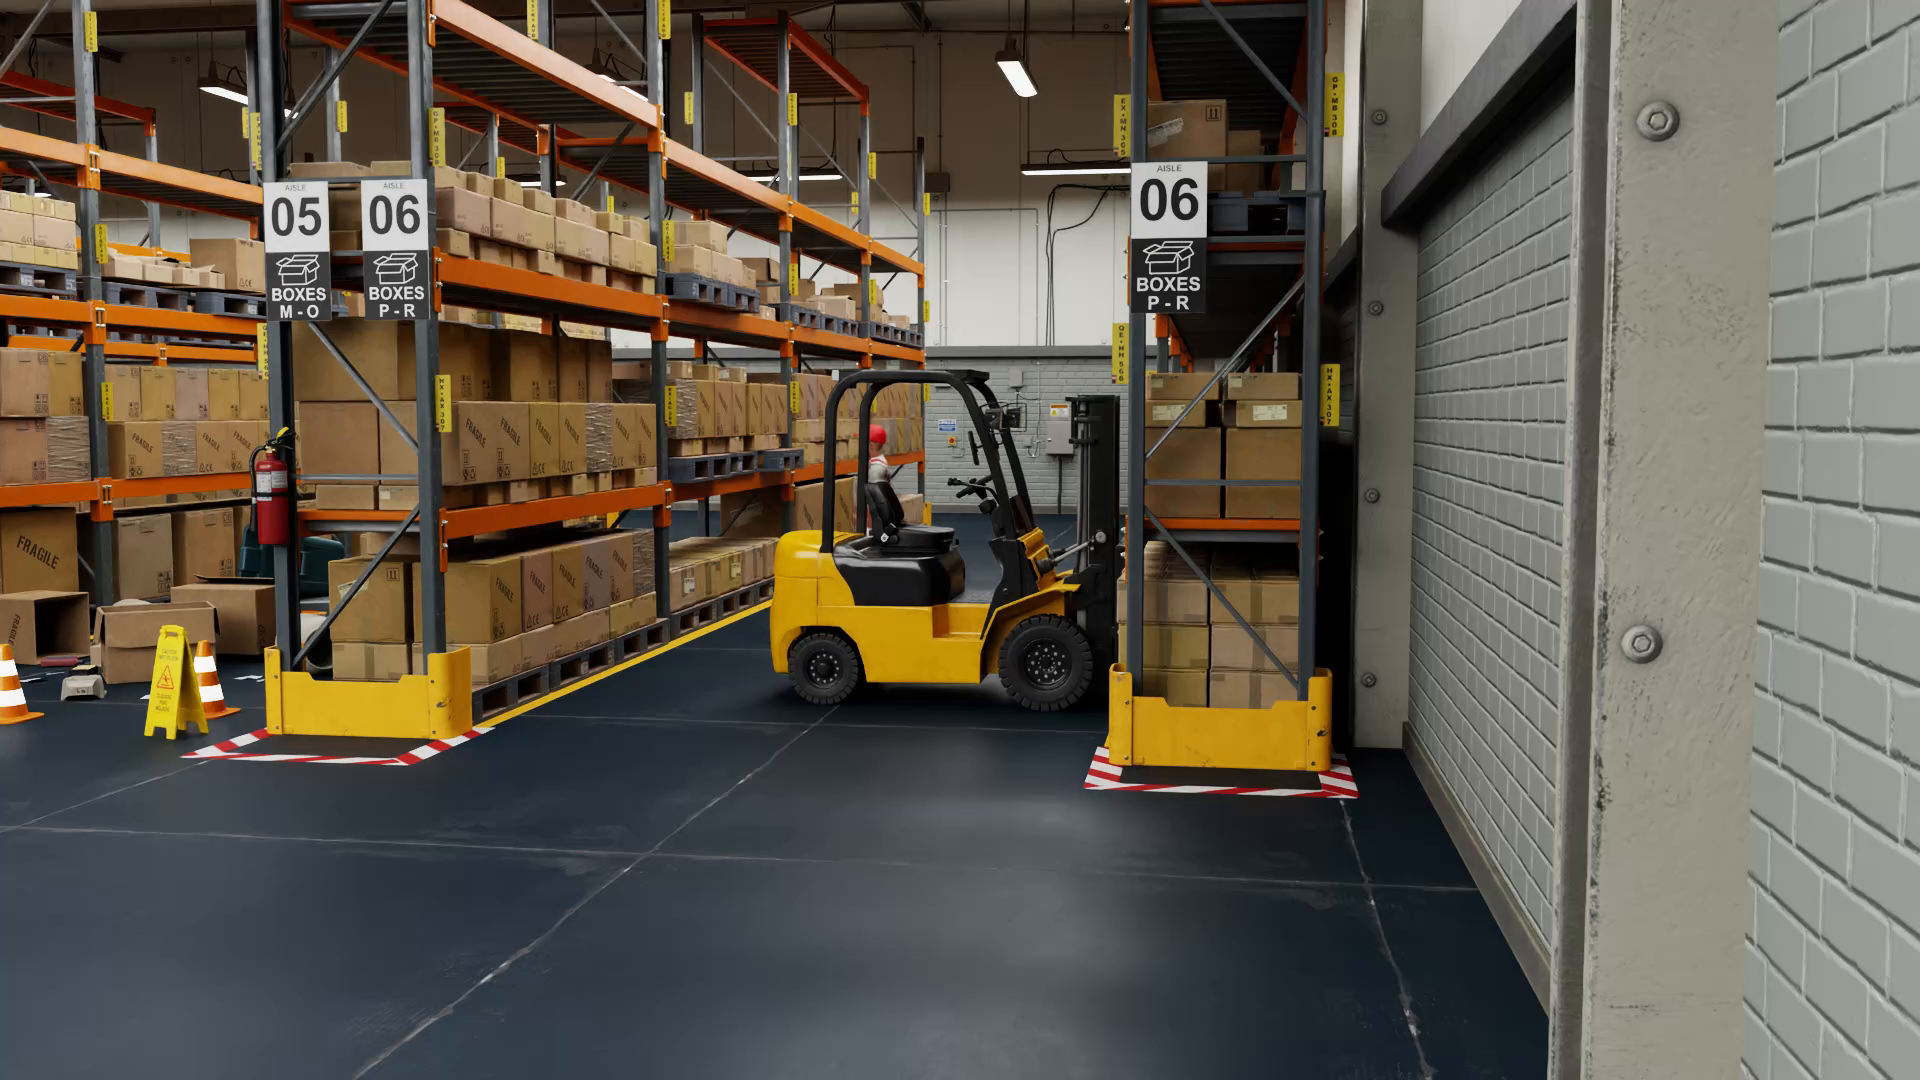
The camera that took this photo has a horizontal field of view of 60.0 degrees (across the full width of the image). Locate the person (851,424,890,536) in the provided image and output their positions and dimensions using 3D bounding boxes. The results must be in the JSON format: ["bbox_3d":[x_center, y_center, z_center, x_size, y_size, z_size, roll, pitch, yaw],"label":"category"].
[{"bbox_3d":[-0.717,-0.072,13.794,0.754,1.776,0.571,-1,4,-7],"label":"person"}]
